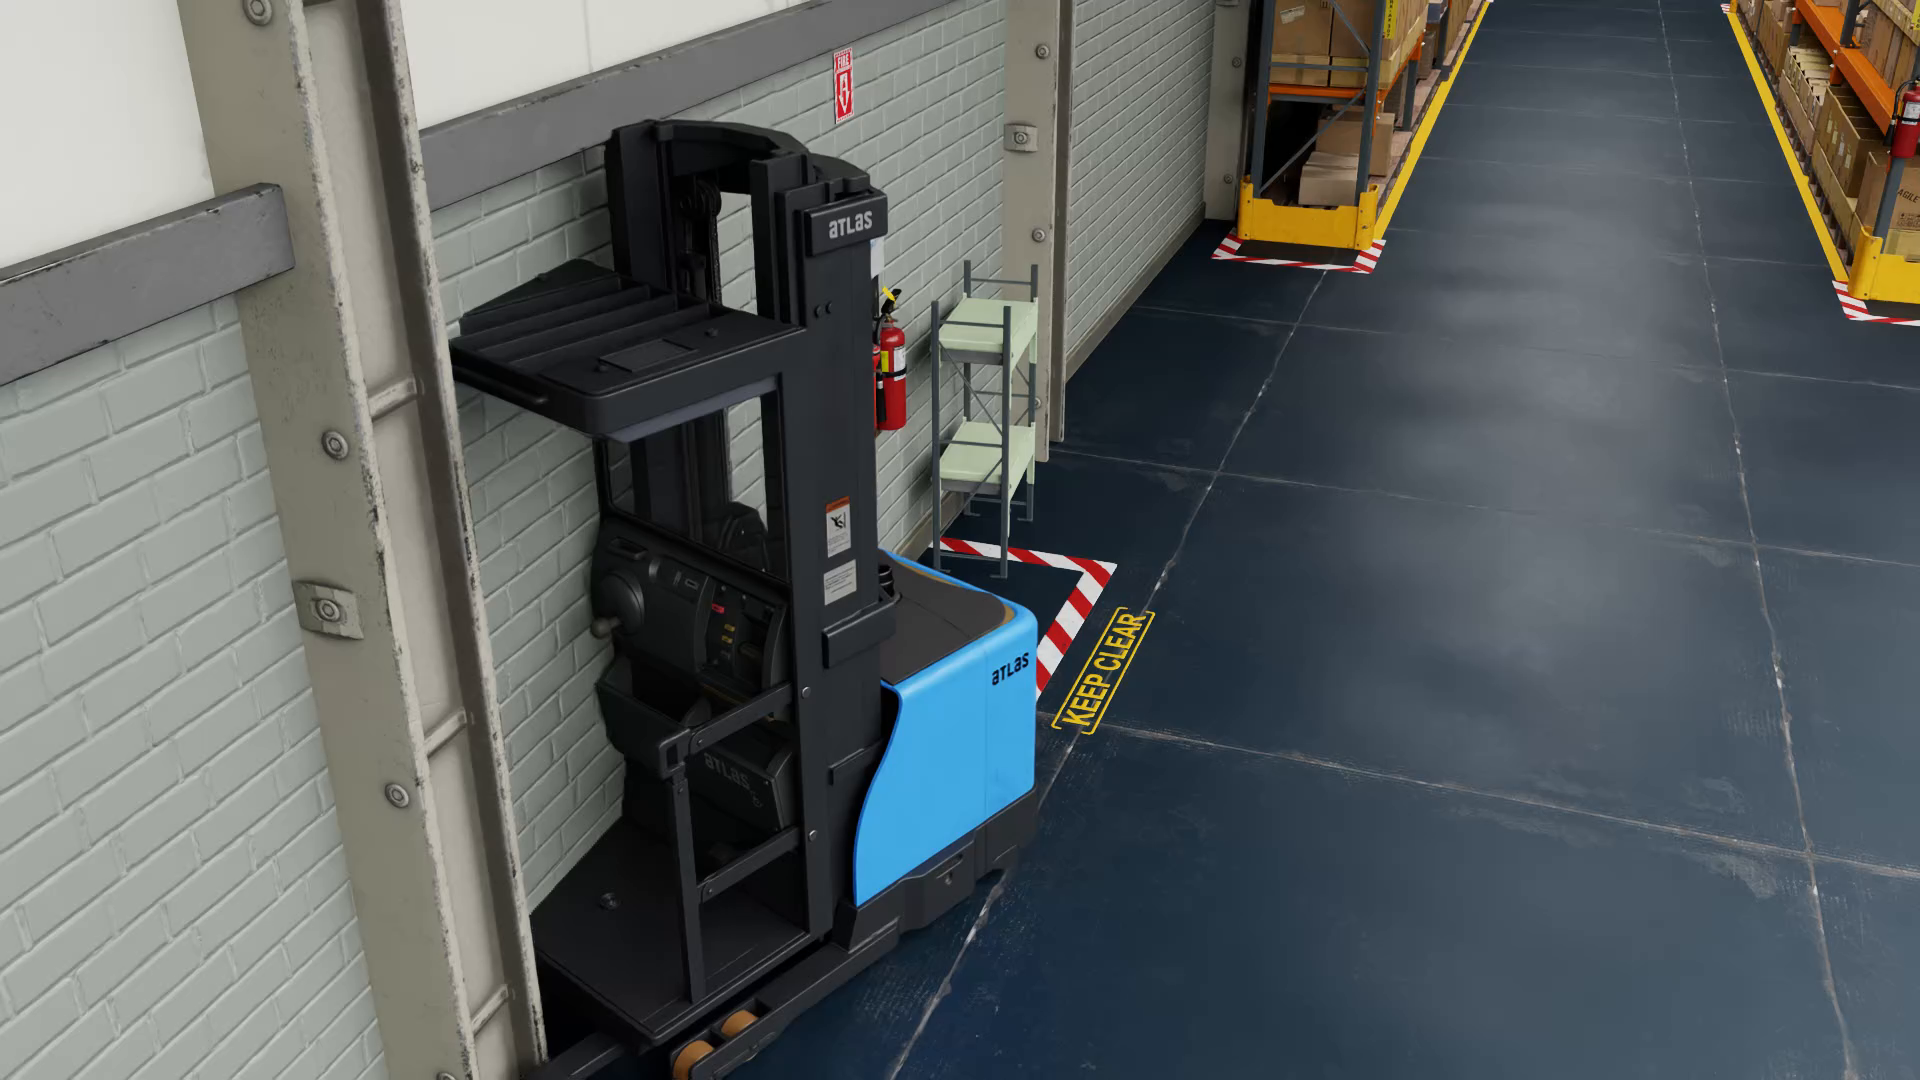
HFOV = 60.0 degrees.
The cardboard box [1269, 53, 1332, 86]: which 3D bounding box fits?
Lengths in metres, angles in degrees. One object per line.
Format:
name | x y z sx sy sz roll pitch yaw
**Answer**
cardboard box | 3.002 -4.148 14.524 0.500 0.250 0.500 9 27 18

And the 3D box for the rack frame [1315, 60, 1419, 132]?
rack frame | 4.361 -5.630 17.436 1.000 3.000 0.127 9 27 17

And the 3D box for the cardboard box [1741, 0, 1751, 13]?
cardboard box | 12.245 -8.212 25.419 0.500 0.250 0.500 9 27 17

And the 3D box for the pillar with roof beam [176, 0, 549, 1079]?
pillar with roof beam | 2.513 -1.544 2.113 9.100 9.000 0.400 9 27 17

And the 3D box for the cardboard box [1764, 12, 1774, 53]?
cardboard box | 10.964 -6.685 21.979 0.500 0.500 0.500 9 27 18

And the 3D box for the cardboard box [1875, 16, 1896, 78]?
cardboard box | 8.552 -4.352 14.681 0.700 0.500 0.500 9 27 18

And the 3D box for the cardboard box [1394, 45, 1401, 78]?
cardboard box | 3.651 -4.298 14.834 0.500 0.250 0.500 8 27 16

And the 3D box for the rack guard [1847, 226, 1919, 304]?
rack guard | 7.694 -2.135 13.085 1.175 0.500 0.348 9 27 17

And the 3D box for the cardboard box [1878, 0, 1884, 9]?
cardboard box | 8.508 -4.850 14.967 0.380 0.149 0.250 8 27 17

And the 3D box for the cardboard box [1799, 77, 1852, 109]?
cardboard box | 9.233 -4.745 17.637 0.500 0.311 0.500 9 27 17

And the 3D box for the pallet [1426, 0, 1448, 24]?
pallet | 4.752 -5.837 18.083 1.003 0.211 1.213 9 27 17

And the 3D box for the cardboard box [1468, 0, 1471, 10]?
cardboard box | 7.539 -8.480 25.709 0.700 0.500 0.500 8 27 17

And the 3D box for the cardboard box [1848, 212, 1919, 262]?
cardboard box | 7.602 -2.484 13.612 0.500 0.250 0.500 9 27 17

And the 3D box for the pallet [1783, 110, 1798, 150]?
pallet | 9.646 -4.470 18.239 1.003 0.211 1.213 9 27 17

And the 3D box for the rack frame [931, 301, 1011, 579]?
rack frame | 0.054 -0.492 8.545 0.400 1.500 0.023 6 26 12

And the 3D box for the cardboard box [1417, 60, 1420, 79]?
cardboard box | 5.220 -5.849 20.251 0.700 0.500 0.500 9 27 17

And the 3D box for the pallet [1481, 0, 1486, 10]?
pallet | 8.162 -8.966 27.527 1.003 0.211 1.213 9 27 17

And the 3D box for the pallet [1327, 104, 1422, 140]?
pallet | 4.619 -4.695 18.705 1.003 0.211 1.213 9 27 17

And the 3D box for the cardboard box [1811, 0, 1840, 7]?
cardboard box | 9.884 -6.177 18.669 0.500 0.311 0.500 8 27 17

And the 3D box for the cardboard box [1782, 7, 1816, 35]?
cardboard box | 10.469 -6.410 20.549 0.500 0.250 0.500 10 28 19

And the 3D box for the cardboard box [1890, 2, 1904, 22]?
cardboard box | 8.249 -4.531 14.307 0.380 0.149 0.250 9 27 17

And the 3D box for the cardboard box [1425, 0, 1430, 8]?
cardboard box | 4.495 -5.670 16.807 0.500 0.500 0.500 9 27 17

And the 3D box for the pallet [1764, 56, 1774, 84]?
pallet | 11.056 -6.103 21.613 1.003 0.211 1.213 9 27 17

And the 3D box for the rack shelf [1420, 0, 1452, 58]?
rack shelf | 5.026 -6.128 19.290 1.077 0.370 4.000 9 27 17

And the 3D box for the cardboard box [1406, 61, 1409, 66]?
cardboard box | 4.715 -5.228 18.968 0.700 0.500 0.500 8 27 16

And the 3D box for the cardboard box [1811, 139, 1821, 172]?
cardboard box | 8.593 -3.718 16.161 0.500 0.250 0.500 9 27 17

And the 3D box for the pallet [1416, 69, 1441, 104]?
pallet | 5.430 -5.698 20.776 1.003 0.211 1.213 9 27 17

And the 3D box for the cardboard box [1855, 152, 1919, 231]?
cardboard box | 7.600 -2.822 13.449 0.500 0.500 0.500 9 27 17

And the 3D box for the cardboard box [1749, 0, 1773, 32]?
cardboard box | 11.618 -7.549 23.763 0.500 0.500 0.500 9 27 17

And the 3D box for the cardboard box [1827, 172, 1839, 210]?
cardboard box | 8.090 -3.102 14.889 0.500 0.250 0.500 9 27 17

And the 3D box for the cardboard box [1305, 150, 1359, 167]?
cardboard box | 3.535 -3.480 15.575 0.500 0.311 0.500 11 28 22

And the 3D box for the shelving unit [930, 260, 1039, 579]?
shelving unit | 0.136 -0.647 8.866 0.431 1.500 0.755 6 26 12

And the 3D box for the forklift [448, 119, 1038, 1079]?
forklift | -1.047 0.255 5.361 1.130 2.935 3.031 21 33 37

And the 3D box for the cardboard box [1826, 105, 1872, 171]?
cardboard box | 8.251 -3.646 15.151 0.500 0.500 0.500 9 27 17

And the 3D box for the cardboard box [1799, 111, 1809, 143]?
cardboard box | 9.068 -4.285 17.331 0.500 0.250 0.500 8 27 17

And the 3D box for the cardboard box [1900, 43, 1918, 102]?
cardboard box | 8.040 -3.721 13.378 0.700 0.500 0.500 9 27 19

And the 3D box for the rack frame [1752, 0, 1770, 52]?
rack frame | 11.696 -8.201 22.746 1.000 3.000 0.127 9 27 17

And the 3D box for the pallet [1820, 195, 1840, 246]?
pallet | 8.325 -2.834 14.862 1.003 0.211 1.213 9 27 17

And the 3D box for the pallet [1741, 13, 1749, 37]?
pallet | 12.329 -7.731 24.975 1.003 0.211 1.213 9 27 17

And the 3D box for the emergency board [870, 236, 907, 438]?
emergency board | -0.408 -0.924 7.716 0.194 1.169 0.643 9 27 17

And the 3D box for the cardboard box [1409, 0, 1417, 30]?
cardboard box | 3.984 -5.045 15.516 0.500 0.500 0.500 10 27 19

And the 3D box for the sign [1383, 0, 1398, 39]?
sign | 3.541 -4.297 13.690 0.100 0.325 0.005 9 27 17

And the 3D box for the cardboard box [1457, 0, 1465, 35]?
cardboard box | 6.636 -7.487 23.257 0.750 0.750 0.750 10 27 19

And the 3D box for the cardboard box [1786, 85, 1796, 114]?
cardboard box | 9.580 -4.915 18.632 0.500 0.250 0.500 8 27 16

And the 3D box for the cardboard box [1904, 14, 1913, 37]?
cardboard box | 7.993 -4.215 13.654 0.380 0.149 0.250 10 27 19

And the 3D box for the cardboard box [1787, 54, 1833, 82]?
cardboard box | 9.746 -5.371 18.931 0.500 0.311 0.500 8 27 16

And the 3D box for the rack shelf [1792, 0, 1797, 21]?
rack shelf | 11.030 -7.055 21.205 1.077 0.370 4.000 9 27 17

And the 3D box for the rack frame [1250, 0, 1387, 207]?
rack frame | 3.030 -3.986 14.041 1.000 3.000 0.127 9 27 17

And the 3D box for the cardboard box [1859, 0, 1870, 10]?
cardboard box | 9.480 -5.488 17.028 0.500 0.500 0.500 11 28 21

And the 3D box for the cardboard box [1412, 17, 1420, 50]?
cardboard box | 4.163 -4.921 16.120 0.500 0.250 0.500 9 27 17

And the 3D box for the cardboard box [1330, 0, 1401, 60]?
cardboard box | 3.472 -4.418 14.221 0.500 0.500 0.500 9 27 18

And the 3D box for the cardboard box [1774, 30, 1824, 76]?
cardboard box | 10.454 -6.048 20.664 0.500 0.500 0.500 10 28 19
